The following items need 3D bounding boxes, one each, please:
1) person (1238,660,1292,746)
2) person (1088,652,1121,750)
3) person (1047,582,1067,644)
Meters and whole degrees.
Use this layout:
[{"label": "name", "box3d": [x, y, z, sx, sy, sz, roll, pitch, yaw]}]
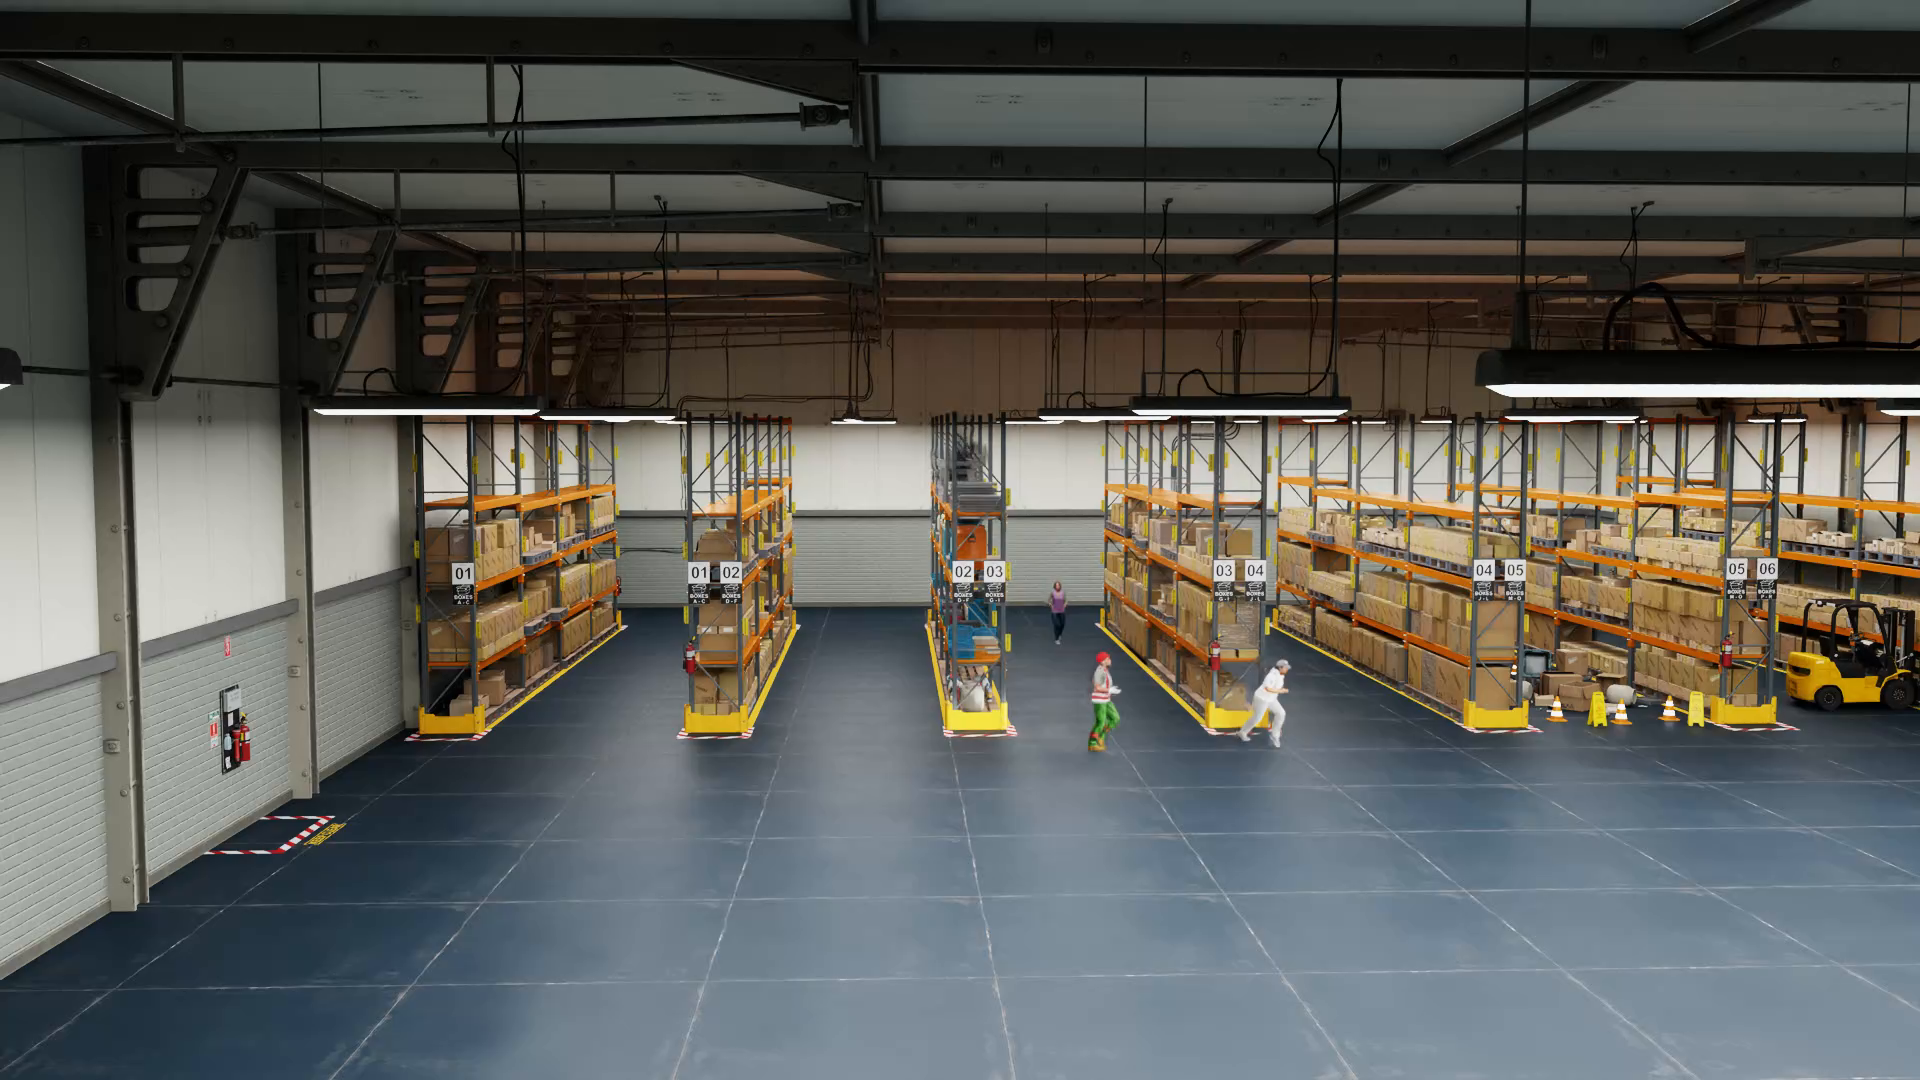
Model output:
[{"label": "person", "box3d": [5.502, 2.930, 29.963, 1.000, 1.616, 0.645, 2, 5, 32]}, {"label": "person", "box3d": [2.550, 2.844, 29.228, 0.646, 1.756, 0.623, 2, 4, 21]}, {"label": "person", "box3d": [2.447, 1.820, 41.635, 0.530, 1.558, 0.515, 0, 4, -7]}]
